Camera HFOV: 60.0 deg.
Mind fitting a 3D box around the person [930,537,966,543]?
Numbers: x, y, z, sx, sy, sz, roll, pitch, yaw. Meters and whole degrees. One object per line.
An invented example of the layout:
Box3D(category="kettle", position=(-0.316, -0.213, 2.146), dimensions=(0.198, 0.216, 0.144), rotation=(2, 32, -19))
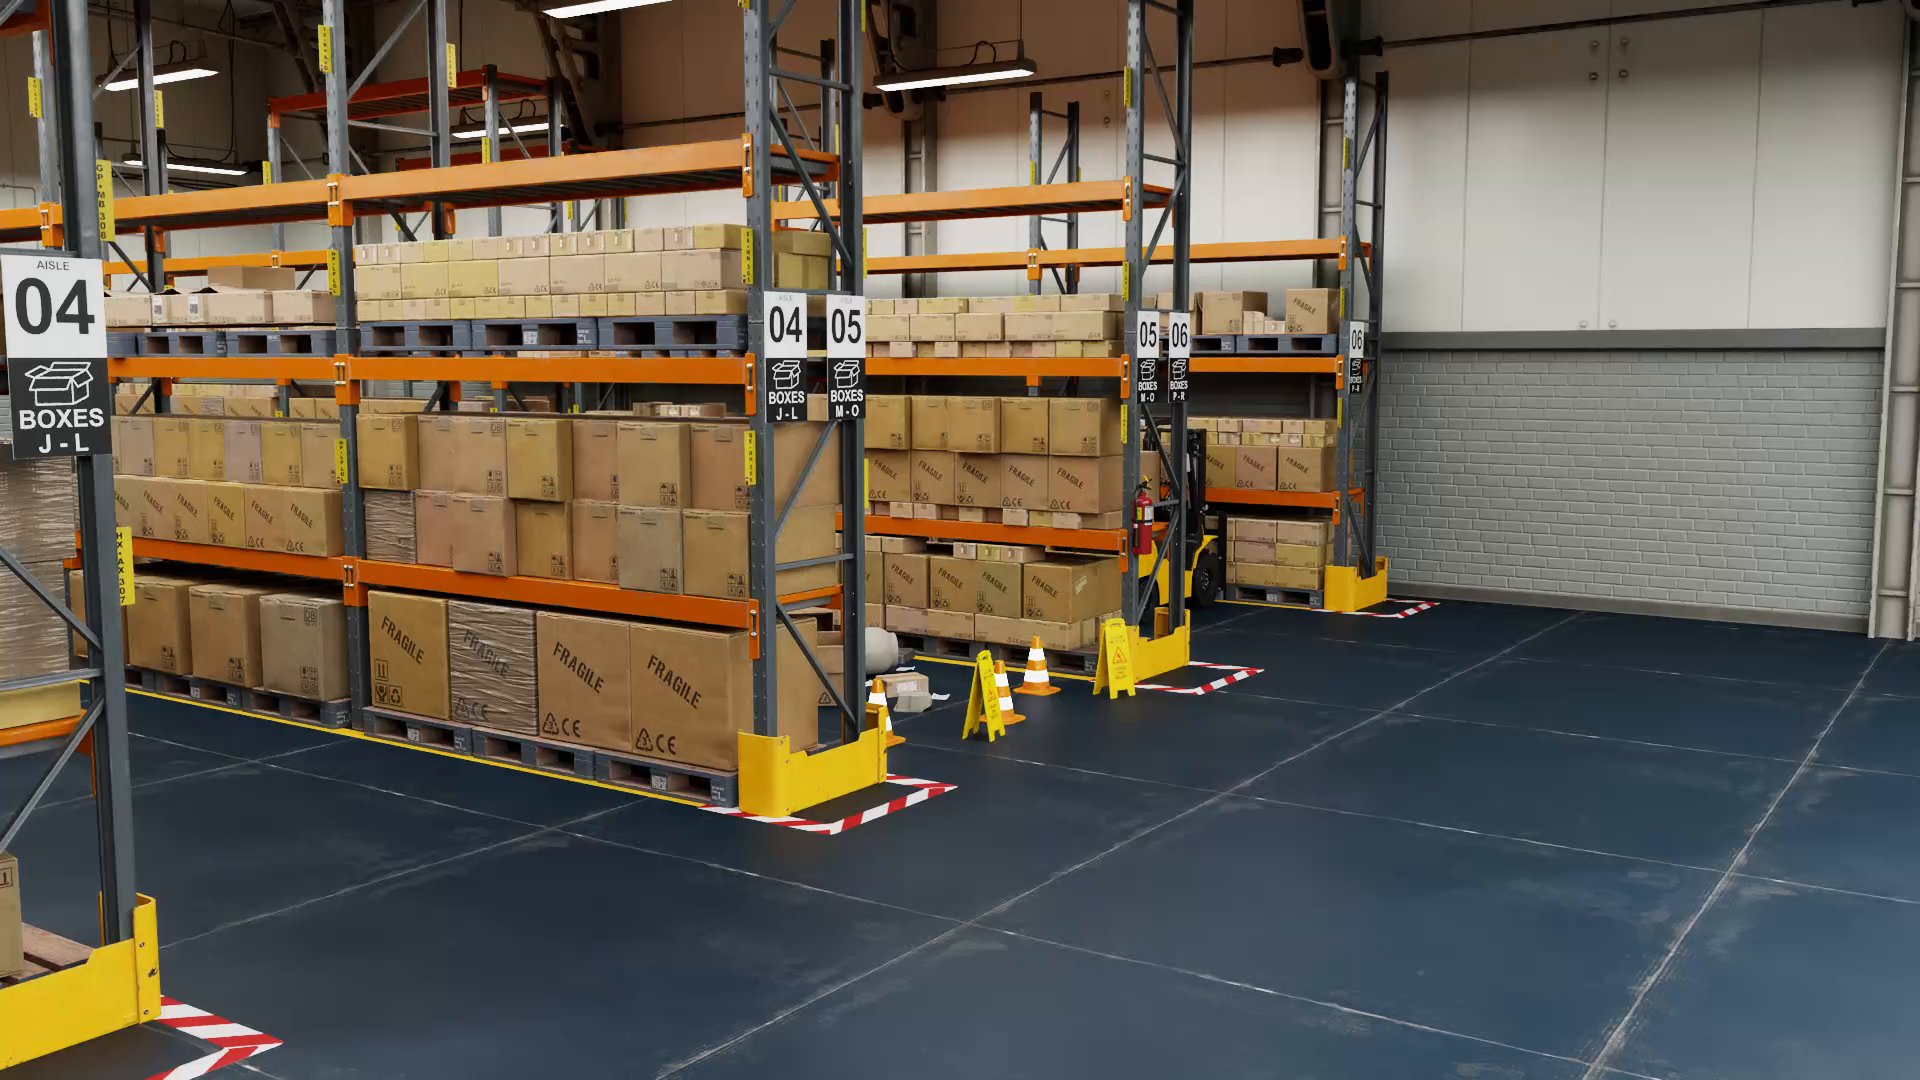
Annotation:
Box3D(category="person", position=(-0.038, -0.053, 18.224), dimensions=(0.633, 1.722, 0.566), rotation=(1, 6, 5))
